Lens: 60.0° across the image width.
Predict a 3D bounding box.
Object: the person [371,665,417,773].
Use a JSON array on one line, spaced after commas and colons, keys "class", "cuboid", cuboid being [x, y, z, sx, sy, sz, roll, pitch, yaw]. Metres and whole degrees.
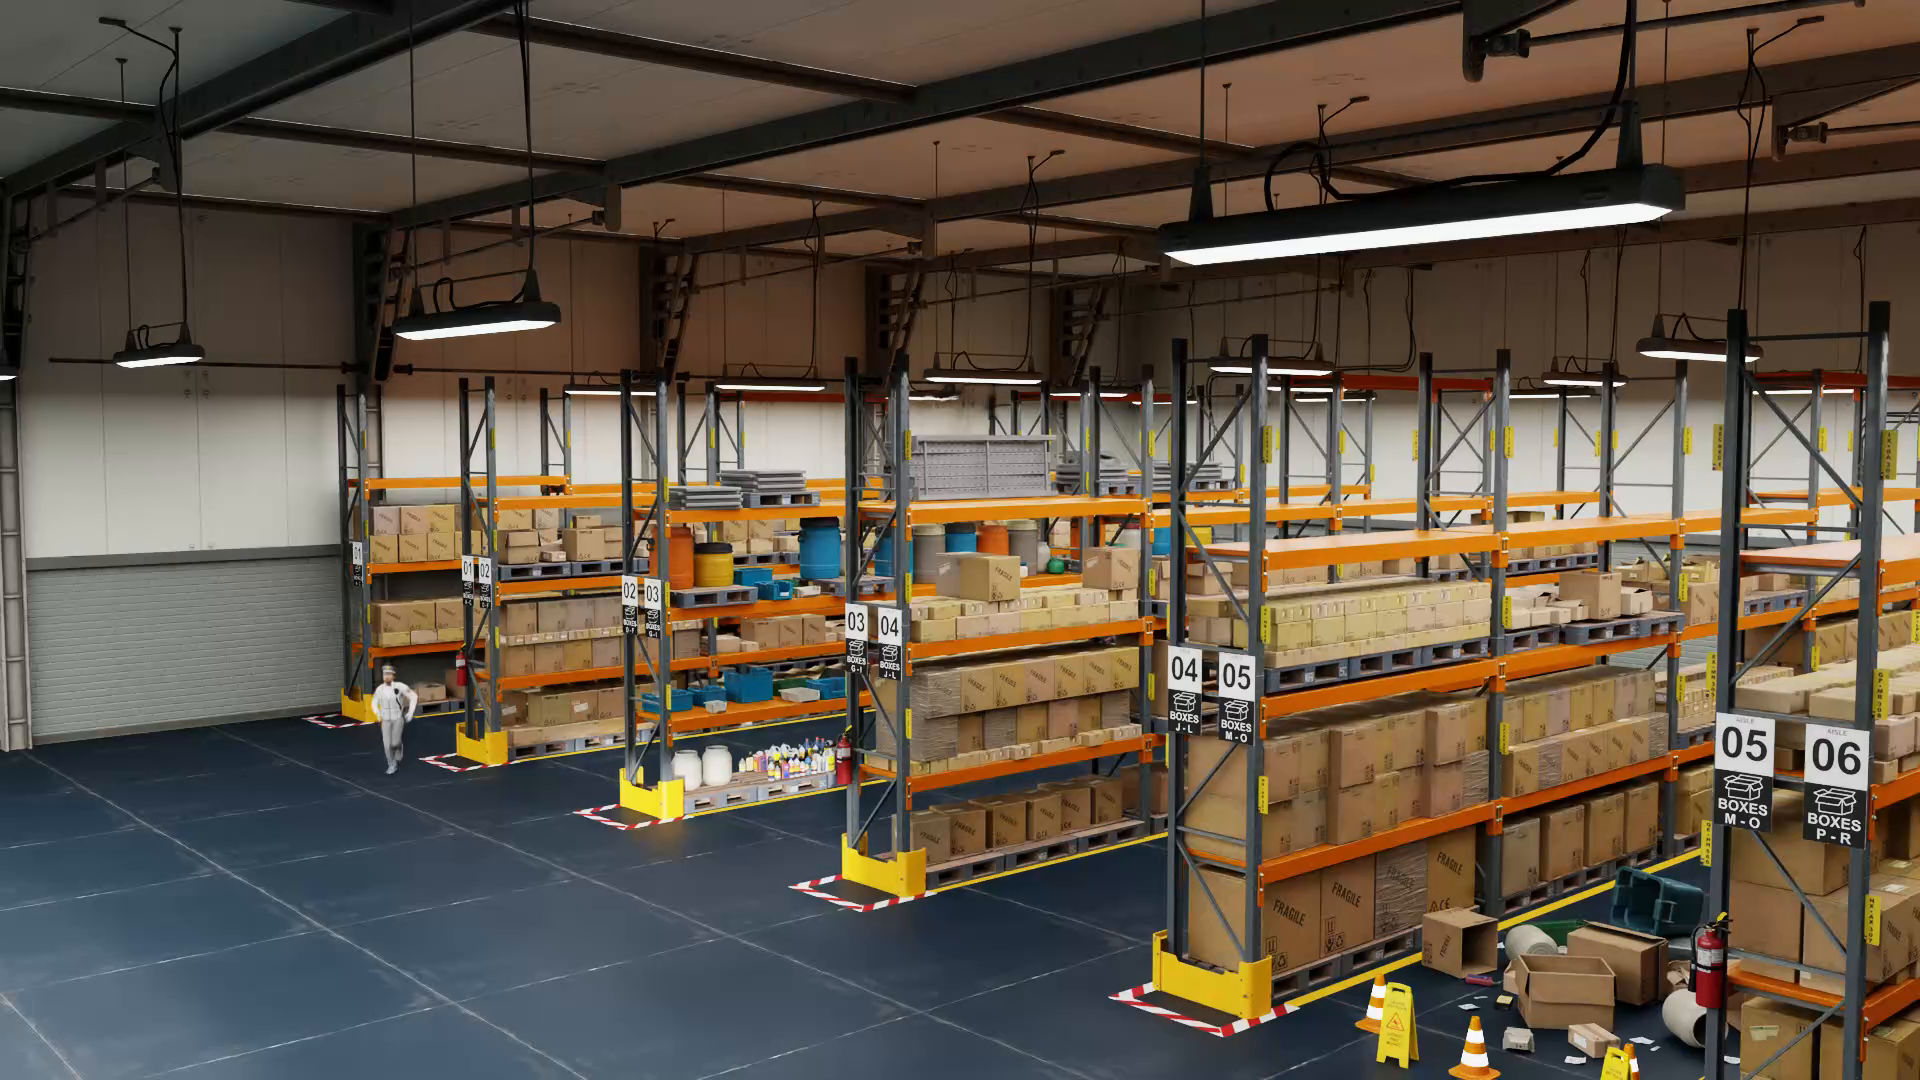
[{"class": "person", "cuboid": [-8.536, 2.704, 25.011, 0.644, 1.650, 0.588, 0, 4, -4]}]
